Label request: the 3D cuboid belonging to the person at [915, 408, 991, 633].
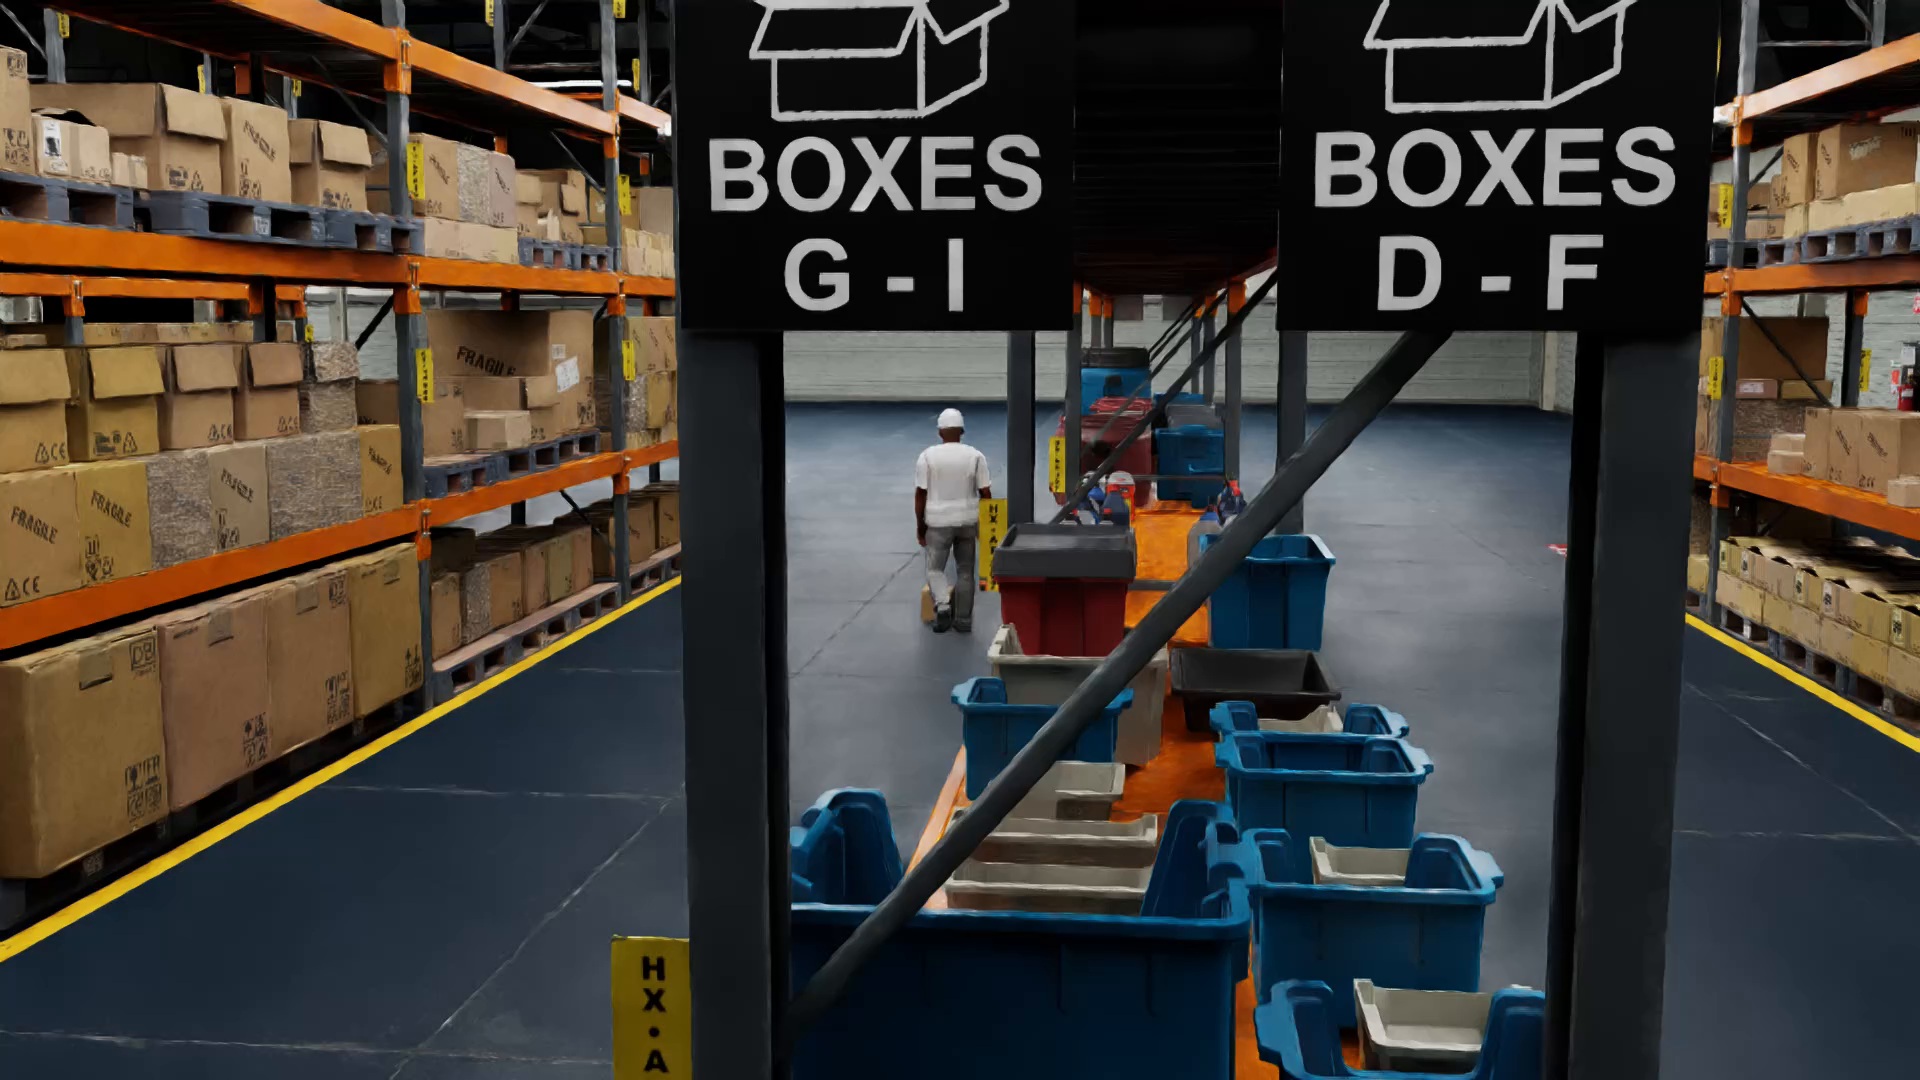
[{"bbox_3d":[-0.053,-0.130,12.683,0.588,1.748,0.817,-1,8,-9],"label":"person"}]
